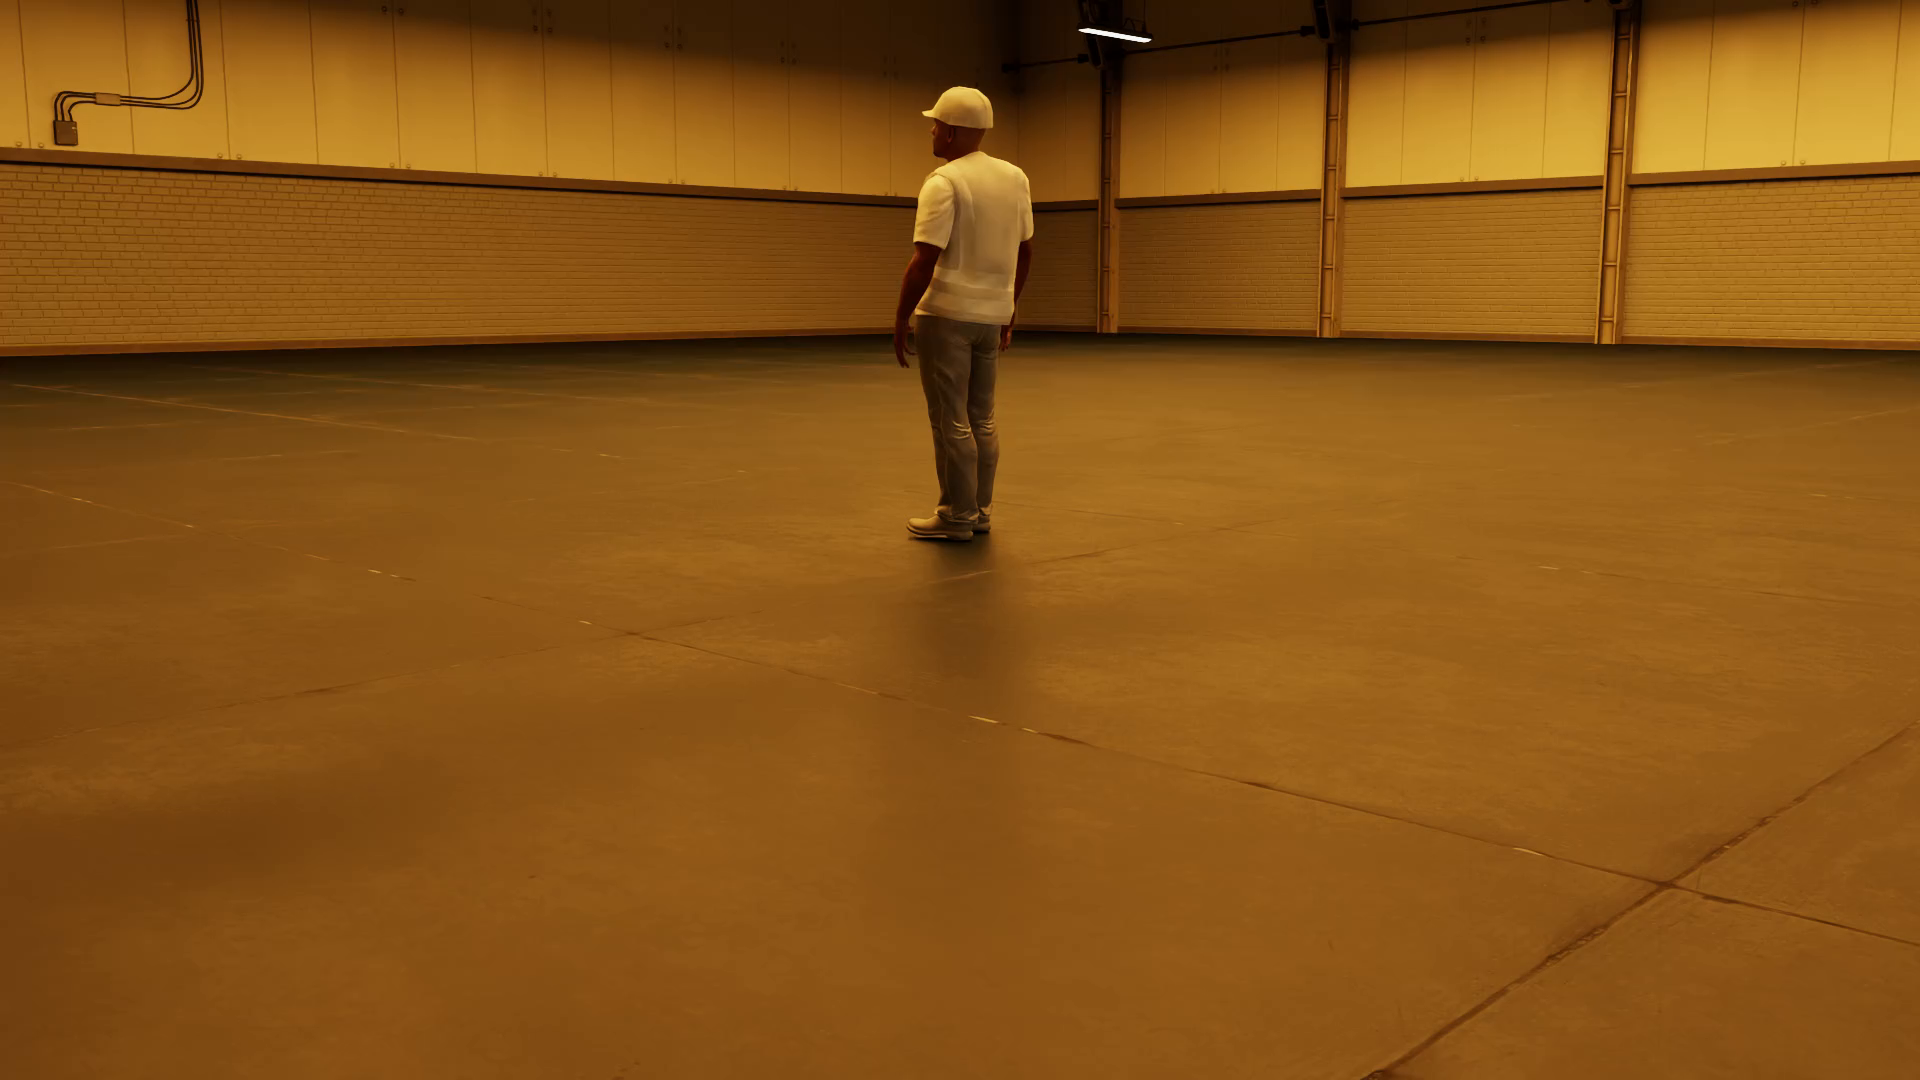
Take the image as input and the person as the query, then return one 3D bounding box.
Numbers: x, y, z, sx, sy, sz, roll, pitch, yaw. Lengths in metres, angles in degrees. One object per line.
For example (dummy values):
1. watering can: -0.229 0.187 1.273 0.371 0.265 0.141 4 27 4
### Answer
1. person: -0.045 -0.886 6.637 0.577 1.761 0.665 8 12 43
